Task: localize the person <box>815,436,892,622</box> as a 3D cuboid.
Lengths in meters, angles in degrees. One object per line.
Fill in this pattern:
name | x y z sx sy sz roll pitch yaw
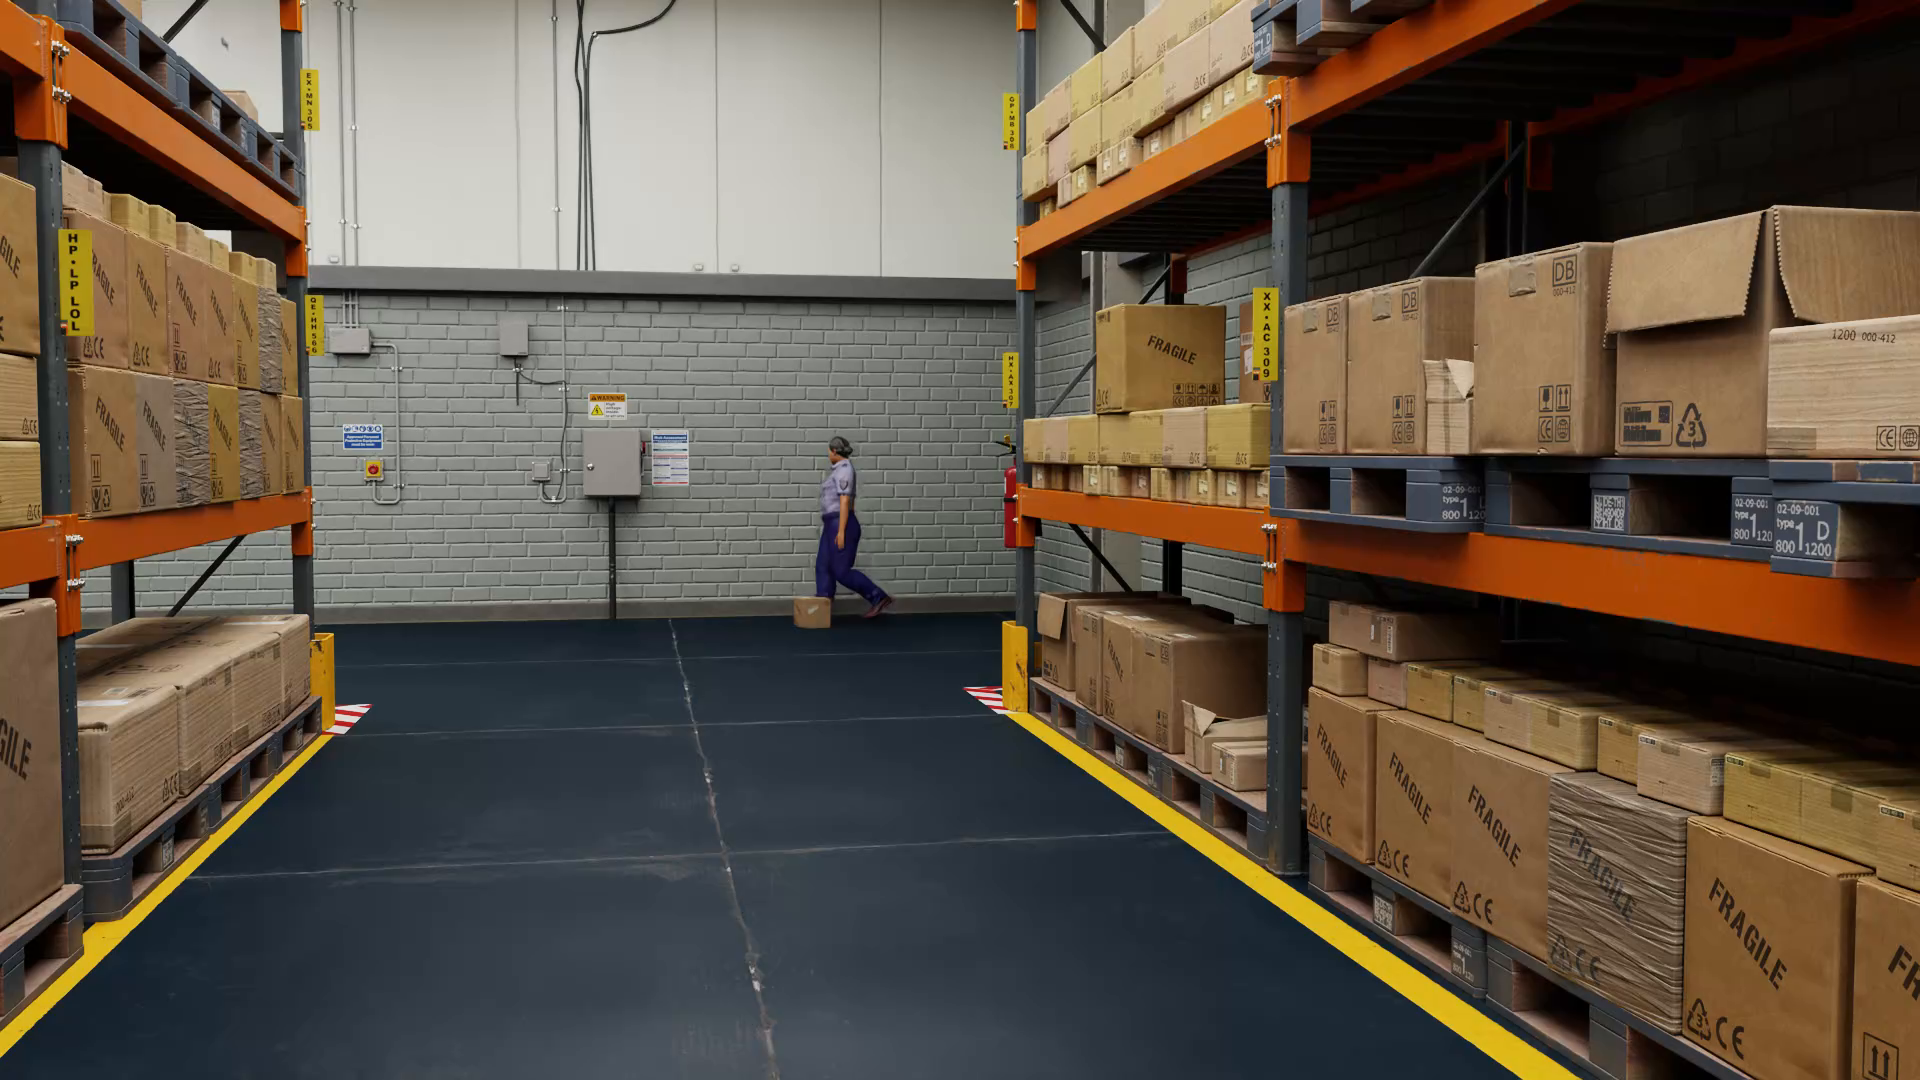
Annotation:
person | -0.998 -0.075 14.347 0.815 1.606 0.507 0 3 -9
